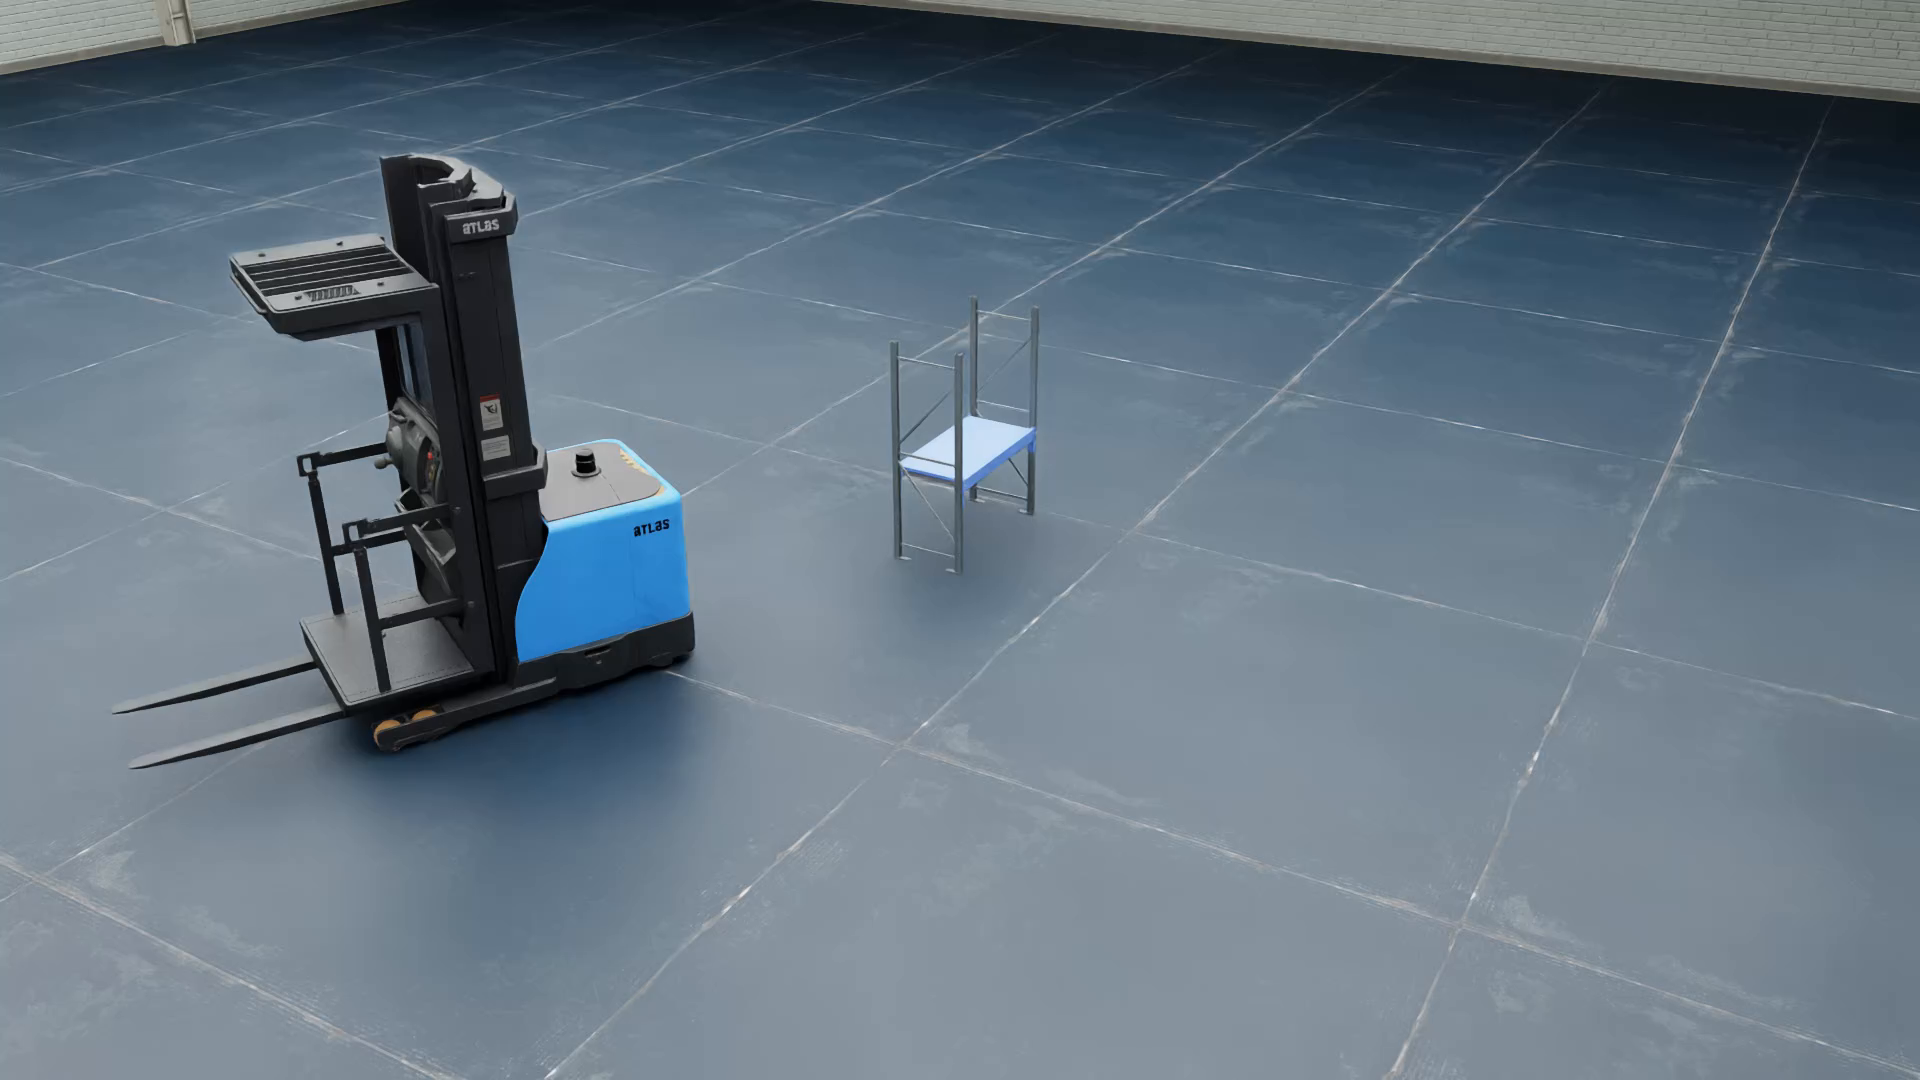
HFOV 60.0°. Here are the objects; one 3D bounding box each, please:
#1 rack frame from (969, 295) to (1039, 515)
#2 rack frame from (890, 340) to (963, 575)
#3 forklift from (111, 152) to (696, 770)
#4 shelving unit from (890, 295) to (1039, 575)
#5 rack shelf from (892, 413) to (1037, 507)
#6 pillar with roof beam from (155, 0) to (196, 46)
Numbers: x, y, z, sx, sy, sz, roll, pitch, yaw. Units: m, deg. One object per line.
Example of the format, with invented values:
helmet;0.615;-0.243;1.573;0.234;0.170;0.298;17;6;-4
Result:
rack frame;0.292;-0.902;11.296;0.500;1.500;0.032;14;30;26
rack frame;-0.208;-0.506;10.505;0.500;1.500;0.032;14;30;26
forklift;-3.074;-0.446;8.787;3.031;2.935;1.130;-16;31;-28
shelving unit;0.042;-0.704;10.901;0.538;1.500;1.048;14;30;26
rack shelf;0.042;-0.543;10.981;0.538;0.185;1.000;14;30;26
pillar with roof beam;-9.226;-11.334;23.759;9.100;9.000;0.400;14;30;26
